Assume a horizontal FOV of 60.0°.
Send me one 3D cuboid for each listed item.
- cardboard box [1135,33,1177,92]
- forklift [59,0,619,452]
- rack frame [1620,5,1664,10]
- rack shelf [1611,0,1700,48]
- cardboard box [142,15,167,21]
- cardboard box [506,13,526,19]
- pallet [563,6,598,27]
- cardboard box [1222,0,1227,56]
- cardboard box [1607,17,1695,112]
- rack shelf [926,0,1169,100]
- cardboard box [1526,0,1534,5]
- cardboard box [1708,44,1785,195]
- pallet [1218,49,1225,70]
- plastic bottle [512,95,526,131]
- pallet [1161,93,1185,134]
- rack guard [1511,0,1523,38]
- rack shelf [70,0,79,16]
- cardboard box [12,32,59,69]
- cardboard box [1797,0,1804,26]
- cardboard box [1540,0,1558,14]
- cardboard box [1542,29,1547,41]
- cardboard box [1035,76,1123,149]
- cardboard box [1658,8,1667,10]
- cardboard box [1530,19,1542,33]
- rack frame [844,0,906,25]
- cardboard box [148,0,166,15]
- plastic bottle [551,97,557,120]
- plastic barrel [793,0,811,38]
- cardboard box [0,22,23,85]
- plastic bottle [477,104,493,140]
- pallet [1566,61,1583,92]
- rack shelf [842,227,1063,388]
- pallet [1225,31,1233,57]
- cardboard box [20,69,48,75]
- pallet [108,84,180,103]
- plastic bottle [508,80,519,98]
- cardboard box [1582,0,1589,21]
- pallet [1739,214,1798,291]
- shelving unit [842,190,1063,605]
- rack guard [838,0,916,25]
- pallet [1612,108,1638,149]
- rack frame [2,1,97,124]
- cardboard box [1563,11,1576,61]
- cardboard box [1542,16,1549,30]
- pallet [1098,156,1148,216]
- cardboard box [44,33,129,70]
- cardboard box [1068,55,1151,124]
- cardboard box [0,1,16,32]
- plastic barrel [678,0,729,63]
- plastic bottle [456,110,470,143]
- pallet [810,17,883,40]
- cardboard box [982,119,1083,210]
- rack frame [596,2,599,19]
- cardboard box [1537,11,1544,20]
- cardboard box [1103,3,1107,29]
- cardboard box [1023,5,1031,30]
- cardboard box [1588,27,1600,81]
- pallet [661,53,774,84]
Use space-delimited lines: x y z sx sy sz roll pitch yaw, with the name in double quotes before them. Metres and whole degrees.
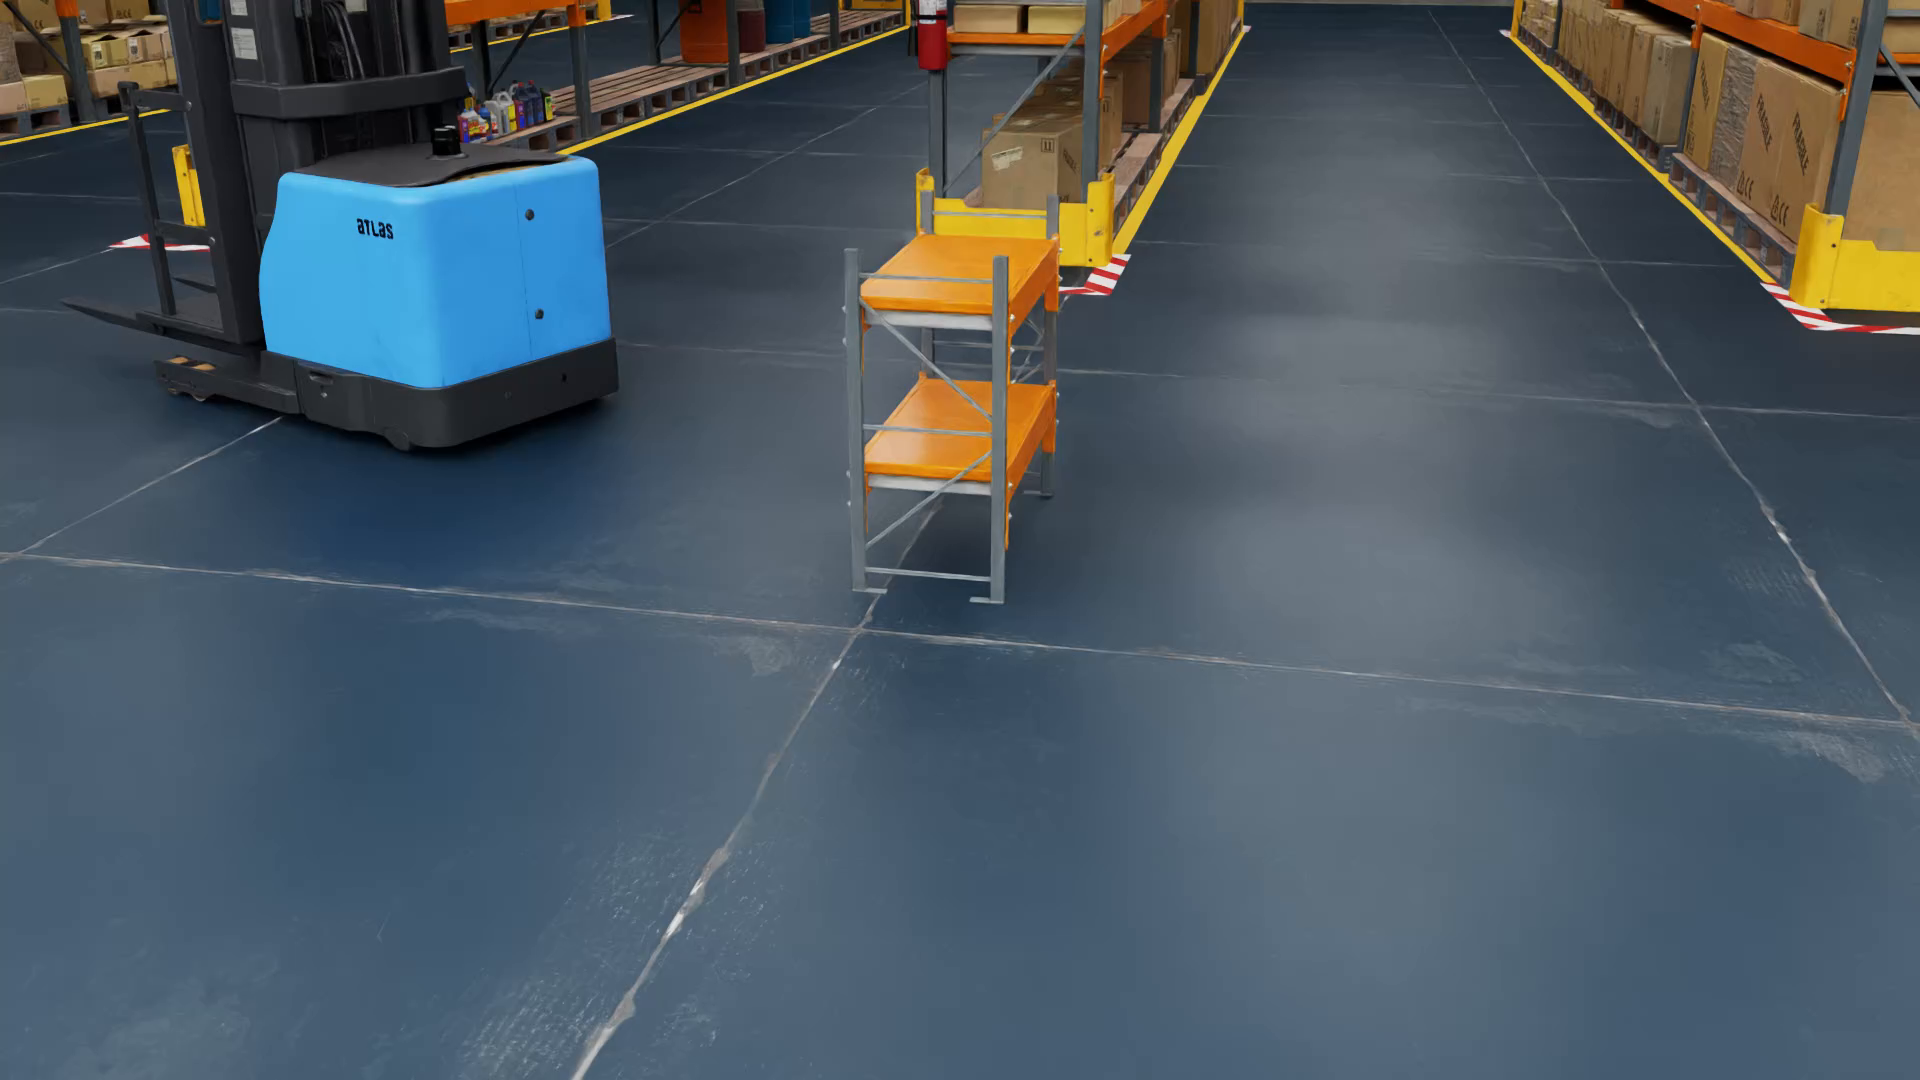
"cardboard box" 1.730 -4.607 16.035 0.700 0.500 0.500 3 22 6
"forklift" -3.004 -2.121 7.197 3.031 2.935 1.130 14 26 31
"rack frame" 6.783 -5.598 15.738 1.000 3.000 0.127 4 22 11
"rack shelf" 6.375 -4.533 14.056 1.077 0.370 4.000 4 22 11
"cardboard box" -8.349 -5.401 17.616 0.500 0.311 0.500 4 22 9
"cardboard box" -6.469 -7.576 23.854 0.380 0.166 0.250 4 22 11
"pallet" -6.294 -8.082 25.639 1.003 0.211 1.213 4 22 11
"cardboard box" 2.472 -6.123 19.323 1.225 0.875 0.875 4 22 9
"cardboard box" 6.396 -4.213 14.749 1.050 0.750 0.750 5 22 12
"rack shelf" 0.724 -3.485 11.454 1.077 0.370 4.000 4 22 11
"cardboard box" 7.861 -7.314 22.456 0.380 0.149 0.250 4 22 11
"cardboard box" 5.590 -2.790 11.047 0.875 0.875 0.875 5 22 11
"pallet" 2.680 -5.894 20.207 1.003 0.211 1.213 4 22 11
"plastic bottle" -3.598 -3.481 13.530 0.061 0.283 0.133 6 23 14
"pallet" 1.536 -3.989 15.476 1.003 0.211 1.213 4 22 11
"rack guard" 8.400 -7.336 23.401 1.175 0.500 0.348 4 22 11
"rack shelf" -8.157 -5.704 16.965 1.077 0.370 4.000 4 22 11
"cardboard box" -8.763 -4.656 15.767 0.500 0.311 0.500 4 22 11
"cardboard box" 5.510 -3.279 9.779 0.875 0.550 0.550 4 22 11
"cardboard box" 7.568 -6.742 21.037 0.380 0.149 0.250 3 22 8
"cardboard box" 7.471 -6.293 20.717 0.380 0.149 0.250 4 22 9
"cardboard box" 0.901 -3.232 12.648 0.500 0.500 0.500 12 25 28
"cardboard box" 7.161 -5.215 16.567 0.500 0.250 0.500 3 22 8
"cardboard box" 7.724 -6.765 21.891 0.380 0.149 0.250 3 22 8
"rack frame" -1.268 -9.316 24.971 1.000 3.000 0.127 4 22 11
"cardboard box" -11.530 -7.910 24.262 0.700 0.500 0.500 5 22 12
"plastic bottle" -3.486 -3.677 14.126 0.097 0.201 0.097 0 22 0
"plastic barrel" -2.212 -6.877 21.161 0.600 0.901 0.708 4 22 11
"cardboard box" -8.559 -4.206 14.395 0.500 0.500 0.500 4 22 11
"plastic bottle" -3.727 -3.279 13.042 0.097 0.271 0.097 0 22 0
"pallet" 7.195 -5.035 18.073 1.003 0.211 1.213 4 22 11
"rack shelf" 0.001 -0.796 5.540 0.538 0.278 1.000 4 22 11
"pallet" 2.996 -6.455 21.598 1.003 0.211 1.213 4 22 11
"cardboard box" -8.765 -4.400 15.881 0.500 0.250 0.500 4 22 10
"pallet" -8.207 -4.733 17.323 1.003 0.211 1.213 4 22 11
"plastic bottle" -3.707 -3.656 13.874 0.144 0.351 0.185 4 22 11
"cardboard box" 6.877 -5.621 17.576 0.500 0.250 0.500 5 22 12
"pallet" 5.237 -1.677 9.735 1.003 0.211 1.213 4 22 11
"shelving unit" 0.001 -0.524 5.650 0.538 1.125 1.048 4 22 11
"rack guard" -1.276 -8.167 25.462 1.175 0.500 0.348 4 22 11
"pallet" 6.297 -3.577 14.453 1.003 0.211 1.213 4 22 11
"rack frame" -8.565 -5.307 15.015 1.000 3.000 0.127 4 22 11
"cardboard box" 7.082 -5.652 18.657 0.500 0.500 0.500 5 23 13
"cardboard box" 7.433 -6.410 20.610 0.380 0.149 0.250 4 22 9
"pallet" 0.783 -2.561 11.929 1.003 0.211 1.213 4 22 11
"cardboard box" -8.237 -4.618 15.673 0.500 0.311 0.500 5 22 11
"cardboard box" 1.278 -3.818 14.075 0.700 0.500 0.500 3 22 7
"cardboard box" -12.321 -6.602 20.547 0.750 0.750 0.750 4 22 10
"plastic barrel" -2.818 -5.759 18.480 0.600 0.830 0.708 4 22 11
"plastic bottle" -3.794 -3.130 12.656 0.061 0.283 0.133 5 22 12
"pallet" -1.726 -7.279 23.646 1.003 0.211 1.213 4 22 11
"cardboard box" 0.459 -2.350 10.456 0.500 0.500 0.500 9 24 21
"rack frame" -6.117 -9.695 25.912 1.000 3.000 0.127 4 22 11
"cardboard box" 7.863 -6.980 22.026 0.380 0.149 0.250 3 22 8
"cardboard box" 0.677 -3.147 9.988 0.380 0.149 0.250 4 22 11
"cardboard box" 0.223 -3.182 10.076 0.380 0.149 0.250 4 22 11
"cardboard box" 6.661 -4.894 16.774 0.500 0.500 0.500 4 22 11
"pallet" -2.781 -5.389 18.951 1.003 0.211 1.213 4 22 11
